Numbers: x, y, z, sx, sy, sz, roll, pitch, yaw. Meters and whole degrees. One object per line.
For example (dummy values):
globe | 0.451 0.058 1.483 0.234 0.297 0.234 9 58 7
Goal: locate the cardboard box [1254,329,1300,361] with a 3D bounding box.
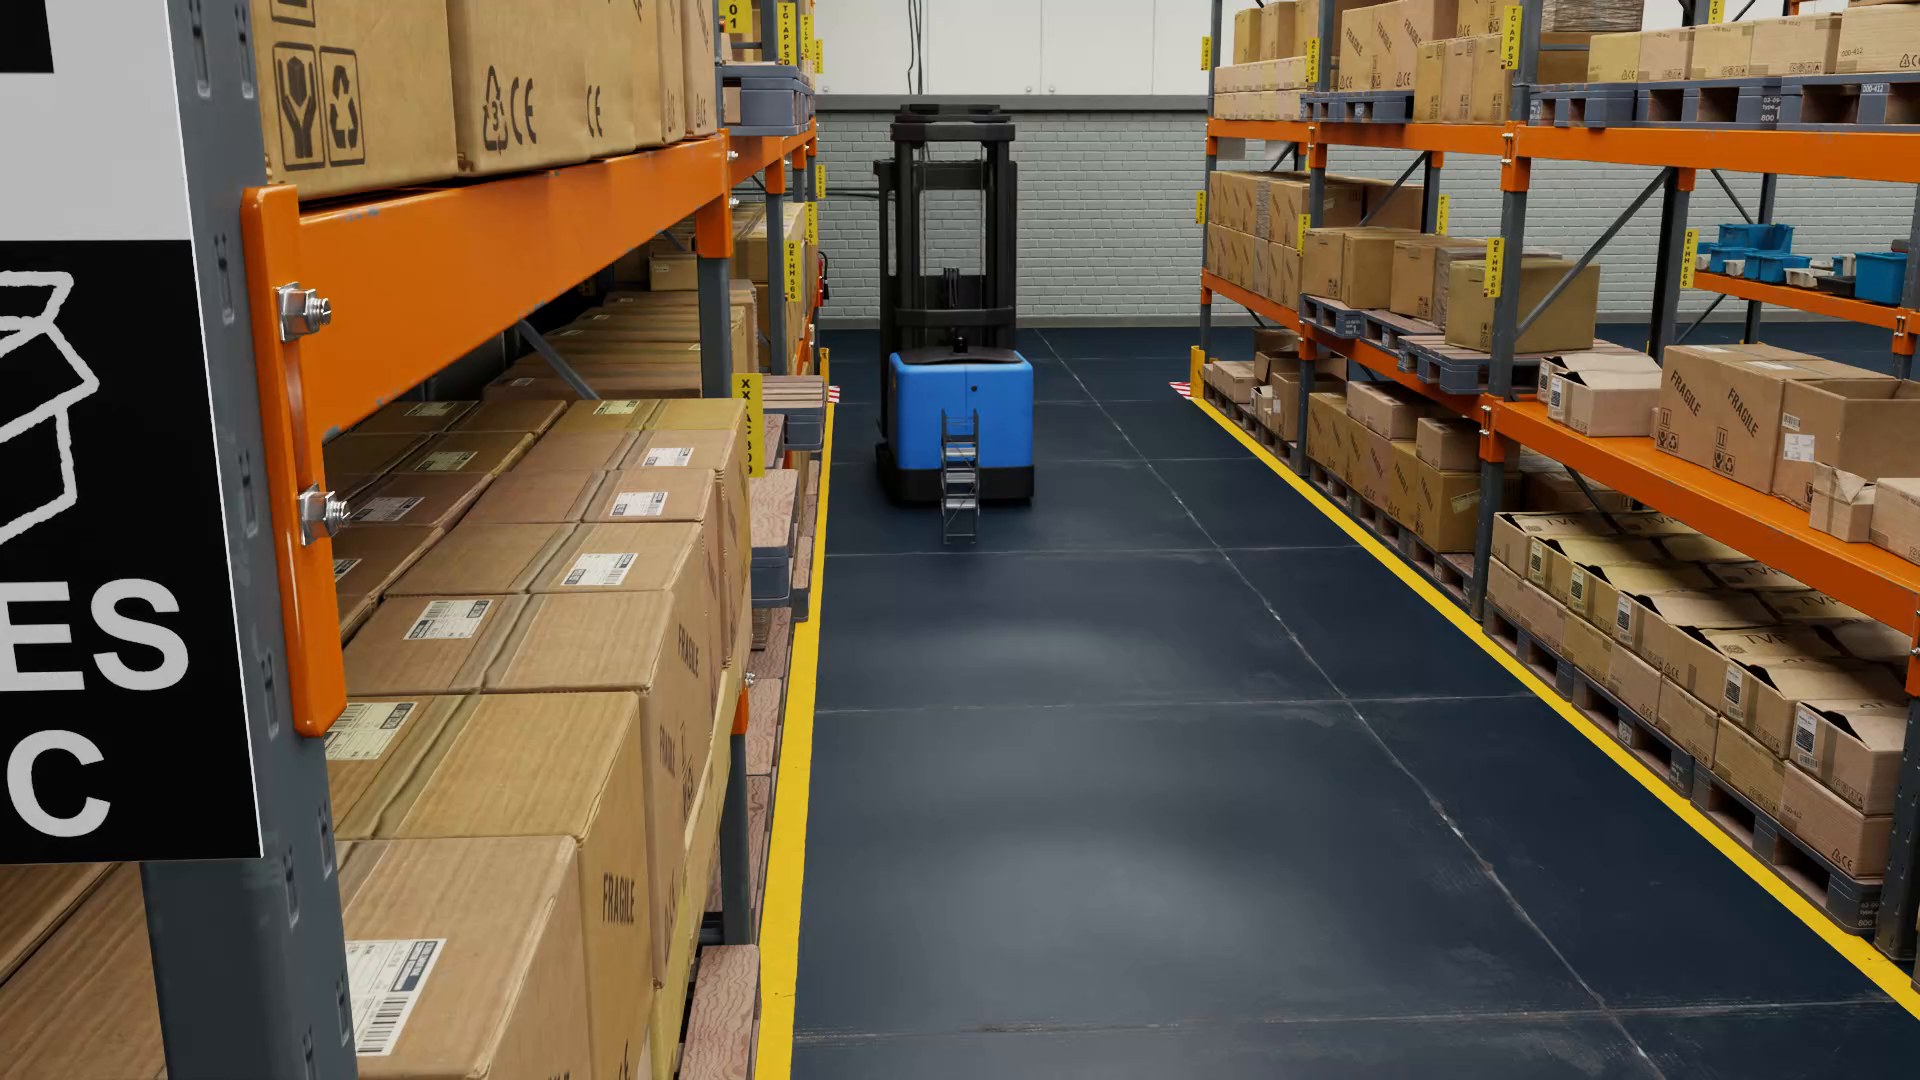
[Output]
cardboard box | 3.281 -1.855 16.852 0.500 0.500 0.500 -1 14 -3

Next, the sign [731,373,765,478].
sign | -0.658 -0.352 5.138 0.100 0.325 0.005 -1 14 -3

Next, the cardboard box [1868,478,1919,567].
cardboard box | 3.671 -0.049 5.999 0.500 0.250 0.500 0 14 0

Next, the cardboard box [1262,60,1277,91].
cardboard box | 2.892 -3.977 14.243 0.500 0.250 0.500 -1 14 -3

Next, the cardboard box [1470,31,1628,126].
cardboard box | 3.437 -2.604 9.406 0.910 0.500 0.500 -1 14 -3

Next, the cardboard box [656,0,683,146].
cardboard box | -0.830 -1.048 3.321 0.500 0.500 0.500 -1 15 -6

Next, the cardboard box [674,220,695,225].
cardboard box | -1.790 -1.848 10.346 0.500 0.250 0.500 -1 14 -5

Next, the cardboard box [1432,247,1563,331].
cardboard box | 3.480 -1.632 10.806 0.700 0.500 0.500 2 15 7

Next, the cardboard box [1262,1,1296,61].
cardboard box | 3.072 -4.468 14.645 0.700 0.500 0.500 -1 14 -3

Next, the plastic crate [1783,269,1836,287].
plastic crate | 7.786 -2.395 15.224 0.293 0.136 0.466 -1 14 -3

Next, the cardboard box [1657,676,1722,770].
cardboard box | 3.369 0.777 7.164 0.500 0.250 0.500 -1 14 -2

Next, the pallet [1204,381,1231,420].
pallet | 3.057 -1.417 16.609 1.003 0.211 1.213 -1 14 -3

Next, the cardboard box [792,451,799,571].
cardboard box | -1.361 -0.265 10.006 0.750 0.750 0.750 -1 14 -4

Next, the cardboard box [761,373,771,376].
cardboard box | -1.236 -0.891 9.433 0.380 0.149 0.250 -1 14 -4

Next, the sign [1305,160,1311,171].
sign | 3.557 -3.702 16.936 0.100 0.325 0.005 -1 14 -3

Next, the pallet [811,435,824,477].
pallet | -1.663 -0.752 14.026 1.003 0.211 1.213 -1 14 -3

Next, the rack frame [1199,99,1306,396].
rack frame | 3.002 -2.984 17.106 1.000 3.000 0.127 -1 14 -3

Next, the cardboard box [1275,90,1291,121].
cardboard box | 2.934 -3.611 13.822 0.500 0.250 0.500 -1 14 -3

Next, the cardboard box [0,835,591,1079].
cardboard box | -0.680 0.649 1.742 0.500 0.500 0.500 -1 14 -3

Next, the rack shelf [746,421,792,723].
rack shelf | -1.323 -0.072 7.229 1.077 0.370 4.000 -1 14 -3

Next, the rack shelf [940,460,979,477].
rack shelf | 0.000 -0.493 11.408 0.258 0.077 0.200 -1 14 -3

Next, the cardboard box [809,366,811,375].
cardboard box | -1.696 -1.345 14.909 0.700 0.500 0.500 -1 14 -2

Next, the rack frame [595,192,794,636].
rack frame | -1.446 -0.917 9.072 1.000 3.000 0.127 -1 14 -3

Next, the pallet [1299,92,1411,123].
pallet | 3.220 -3.188 12.254 1.213 0.211 1.003 -1 14 -3

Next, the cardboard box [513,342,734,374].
cardboard box | -1.224 -0.450 6.173 0.700 0.500 0.500 1 14 2

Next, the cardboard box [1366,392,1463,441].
cardboard box | 3.130 -0.858 11.469 0.500 0.250 0.500 -1 14 -4

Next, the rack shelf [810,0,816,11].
rack shelf | -1.818 -4.773 14.264 1.077 0.370 4.000 -1 14 -3

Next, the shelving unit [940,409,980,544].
shelving unit | 0.000 -0.438 11.422 0.258 0.900 0.210 -1 14 -3

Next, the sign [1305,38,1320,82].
sign | 2.709 -3.682 12.761 0.100 0.325 0.005 -1 14 -3

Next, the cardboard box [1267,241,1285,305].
cardboard box | 2.929 -2.287 14.193 0.500 0.500 0.500 0 14 -2

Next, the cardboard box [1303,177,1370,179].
cardboard box | 3.405 -3.028 15.069 0.500 0.500 0.500 0 14 -2

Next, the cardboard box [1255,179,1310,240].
cardboard box | 2.894 -2.897 14.558 0.500 0.500 0.500 -1 14 -3

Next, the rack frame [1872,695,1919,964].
rack frame | 3.745 0.000 5.507 1.000 3.000 0.127 -1 14 -3

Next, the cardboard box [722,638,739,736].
cardboard box | -0.844 0.378 4.300 0.500 0.250 0.500 -1 14 -3

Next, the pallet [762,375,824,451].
pallet | -1.296 -0.649 8.414 1.213 0.211 1.003 -1 14 -3

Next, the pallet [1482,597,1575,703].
pallet | 3.510 0.561 8.922 1.003 0.211 1.213 -1 14 -3

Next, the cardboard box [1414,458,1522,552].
cardboard box | 3.205 -0.226 10.520 0.500 0.500 0.500 0 14 -1

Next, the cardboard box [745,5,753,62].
cardboard box | -1.640 -3.020 10.141 0.700 0.500 0.500 0 14 -1

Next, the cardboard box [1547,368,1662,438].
cardboard box | 3.360 -0.726 8.508 0.500 0.311 0.500 -1 14 -4

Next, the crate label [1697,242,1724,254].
crate label | 7.633 -2.941 17.154 0.416 0.233 0.303 -1 14 -3

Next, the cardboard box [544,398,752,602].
cardboard box | -0.861 -0.110 4.690 0.500 0.500 0.500 -1 14 -4

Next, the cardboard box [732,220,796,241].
cardboard box | -1.286 -1.858 10.384 0.500 0.250 0.500 -1 14 -3

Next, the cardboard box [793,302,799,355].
cardboard box | -1.244 -1.375 10.012 0.500 0.500 0.500 0 14 -2

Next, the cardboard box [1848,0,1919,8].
cardboard box | 3.688 -2.242 6.153 0.500 0.500 0.500 1 14 2

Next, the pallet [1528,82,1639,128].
pallet | 3.629 -2.189 8.372 1.213 0.211 1.003 0 14 -1

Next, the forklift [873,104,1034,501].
forklift | -0.122 -2.026 13.519 1.130 2.935 3.031 -2 15 -6

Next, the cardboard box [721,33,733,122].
cardboard box | -1.459 -2.106 7.424 0.797 0.503 0.637 1 14 4

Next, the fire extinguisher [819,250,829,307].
fire extinguisher | -1.491 -2.734 17.035 0.296 0.674 0.183 -1 14 -3

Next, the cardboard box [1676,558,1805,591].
cardboard box | 3.843 0.243 8.112 0.500 0.311 0.500 -1 14 -4

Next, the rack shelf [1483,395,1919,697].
rack shelf | 3.621 -0.149 7.529 1.077 0.370 4.000 -1 14 -3

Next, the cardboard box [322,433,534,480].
cardboard box | -1.350 0.026 4.161 0.500 0.500 0.500 -1 14 -4

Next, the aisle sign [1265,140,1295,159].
aisle sign | 3.303 -4.265 16.866 0.394 0.787 0.004 -1 14 -3

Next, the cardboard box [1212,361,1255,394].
cardboard box | 2.783 -1.602 16.368 0.500 0.250 0.500 -1 14 -3

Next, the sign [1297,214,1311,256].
sign | 2.709 -2.399 13.092 0.100 0.325 0.005 -1 14 -3

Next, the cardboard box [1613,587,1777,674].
cardboard box | 3.340 0.382 7.572 0.500 0.311 0.500 -1 14 -4
